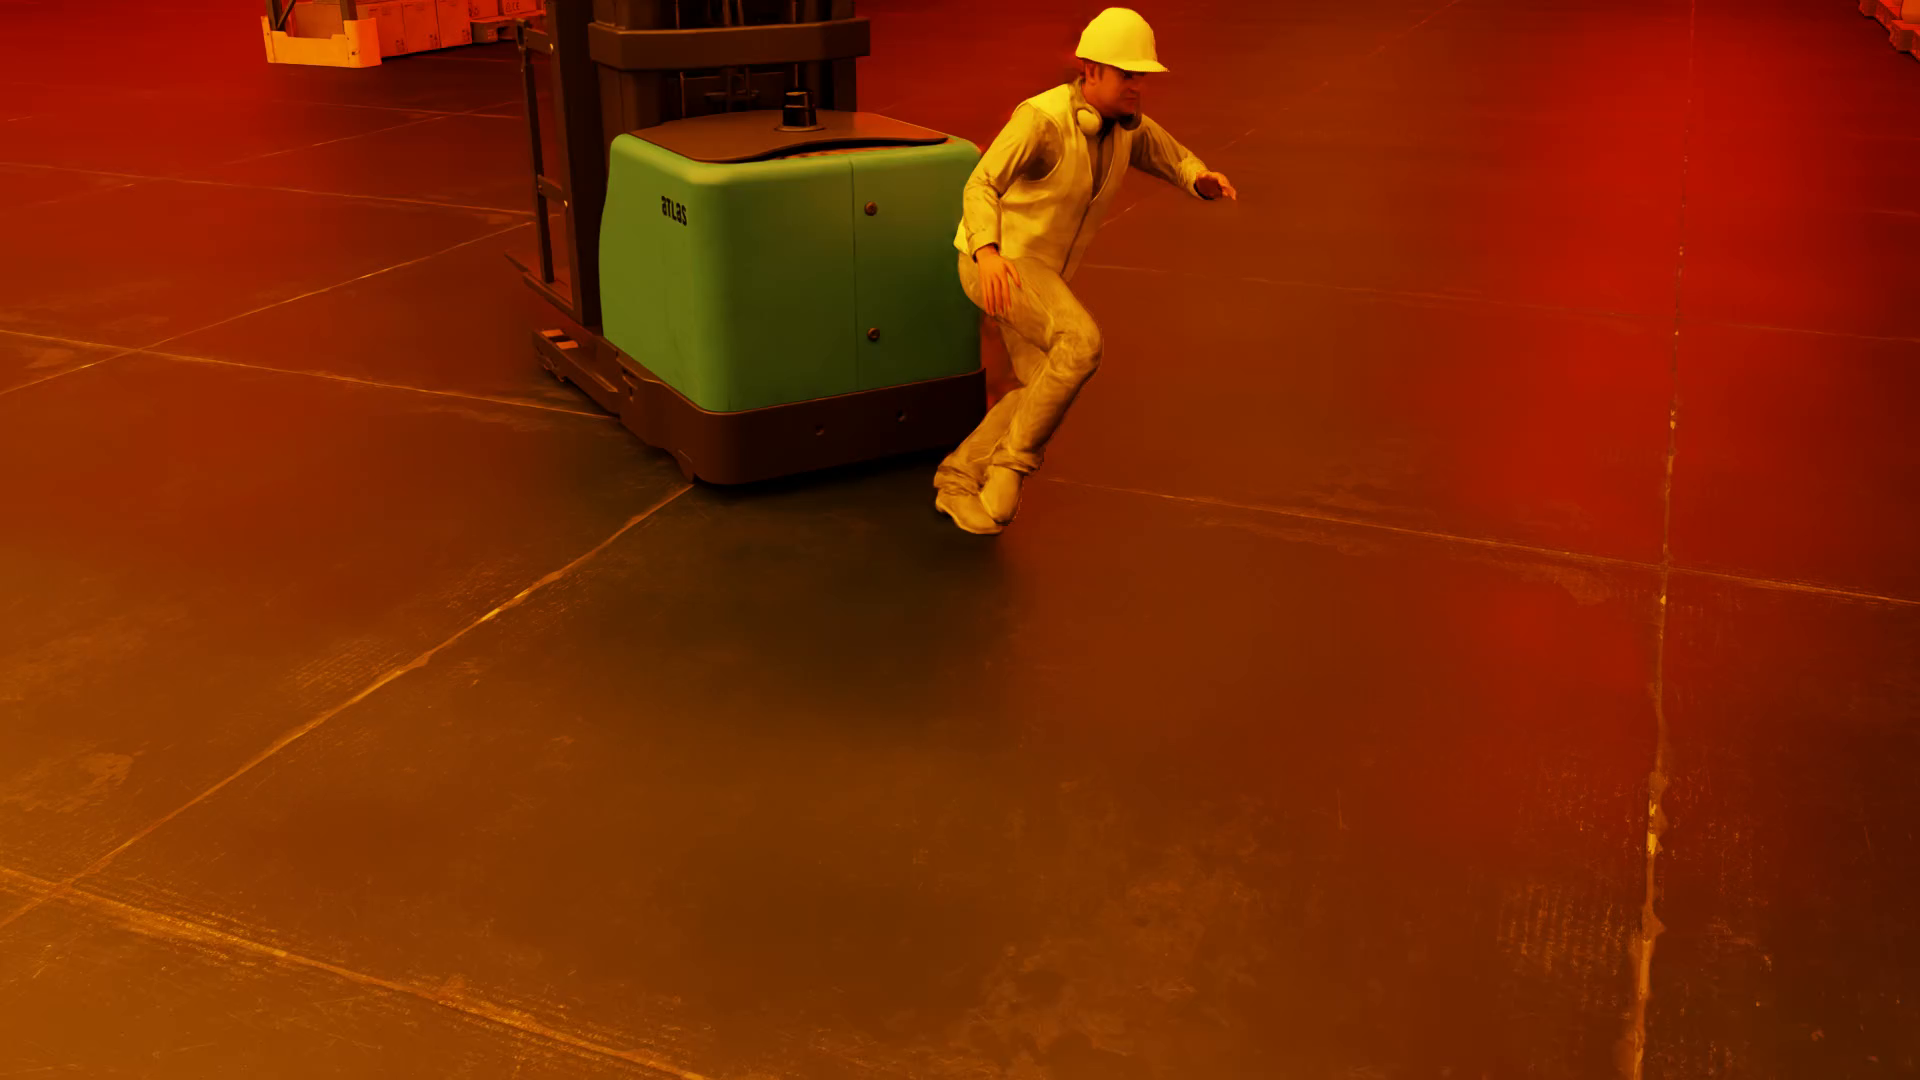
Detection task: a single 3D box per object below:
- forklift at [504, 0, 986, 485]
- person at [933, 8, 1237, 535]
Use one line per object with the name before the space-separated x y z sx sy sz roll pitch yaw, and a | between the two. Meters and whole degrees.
forklift | -1.078 -2.053 6.205 1.130 2.935 3.031 -12 26 -27
person | 0.347 -0.803 5.053 0.883 1.545 0.948 14 27 30
